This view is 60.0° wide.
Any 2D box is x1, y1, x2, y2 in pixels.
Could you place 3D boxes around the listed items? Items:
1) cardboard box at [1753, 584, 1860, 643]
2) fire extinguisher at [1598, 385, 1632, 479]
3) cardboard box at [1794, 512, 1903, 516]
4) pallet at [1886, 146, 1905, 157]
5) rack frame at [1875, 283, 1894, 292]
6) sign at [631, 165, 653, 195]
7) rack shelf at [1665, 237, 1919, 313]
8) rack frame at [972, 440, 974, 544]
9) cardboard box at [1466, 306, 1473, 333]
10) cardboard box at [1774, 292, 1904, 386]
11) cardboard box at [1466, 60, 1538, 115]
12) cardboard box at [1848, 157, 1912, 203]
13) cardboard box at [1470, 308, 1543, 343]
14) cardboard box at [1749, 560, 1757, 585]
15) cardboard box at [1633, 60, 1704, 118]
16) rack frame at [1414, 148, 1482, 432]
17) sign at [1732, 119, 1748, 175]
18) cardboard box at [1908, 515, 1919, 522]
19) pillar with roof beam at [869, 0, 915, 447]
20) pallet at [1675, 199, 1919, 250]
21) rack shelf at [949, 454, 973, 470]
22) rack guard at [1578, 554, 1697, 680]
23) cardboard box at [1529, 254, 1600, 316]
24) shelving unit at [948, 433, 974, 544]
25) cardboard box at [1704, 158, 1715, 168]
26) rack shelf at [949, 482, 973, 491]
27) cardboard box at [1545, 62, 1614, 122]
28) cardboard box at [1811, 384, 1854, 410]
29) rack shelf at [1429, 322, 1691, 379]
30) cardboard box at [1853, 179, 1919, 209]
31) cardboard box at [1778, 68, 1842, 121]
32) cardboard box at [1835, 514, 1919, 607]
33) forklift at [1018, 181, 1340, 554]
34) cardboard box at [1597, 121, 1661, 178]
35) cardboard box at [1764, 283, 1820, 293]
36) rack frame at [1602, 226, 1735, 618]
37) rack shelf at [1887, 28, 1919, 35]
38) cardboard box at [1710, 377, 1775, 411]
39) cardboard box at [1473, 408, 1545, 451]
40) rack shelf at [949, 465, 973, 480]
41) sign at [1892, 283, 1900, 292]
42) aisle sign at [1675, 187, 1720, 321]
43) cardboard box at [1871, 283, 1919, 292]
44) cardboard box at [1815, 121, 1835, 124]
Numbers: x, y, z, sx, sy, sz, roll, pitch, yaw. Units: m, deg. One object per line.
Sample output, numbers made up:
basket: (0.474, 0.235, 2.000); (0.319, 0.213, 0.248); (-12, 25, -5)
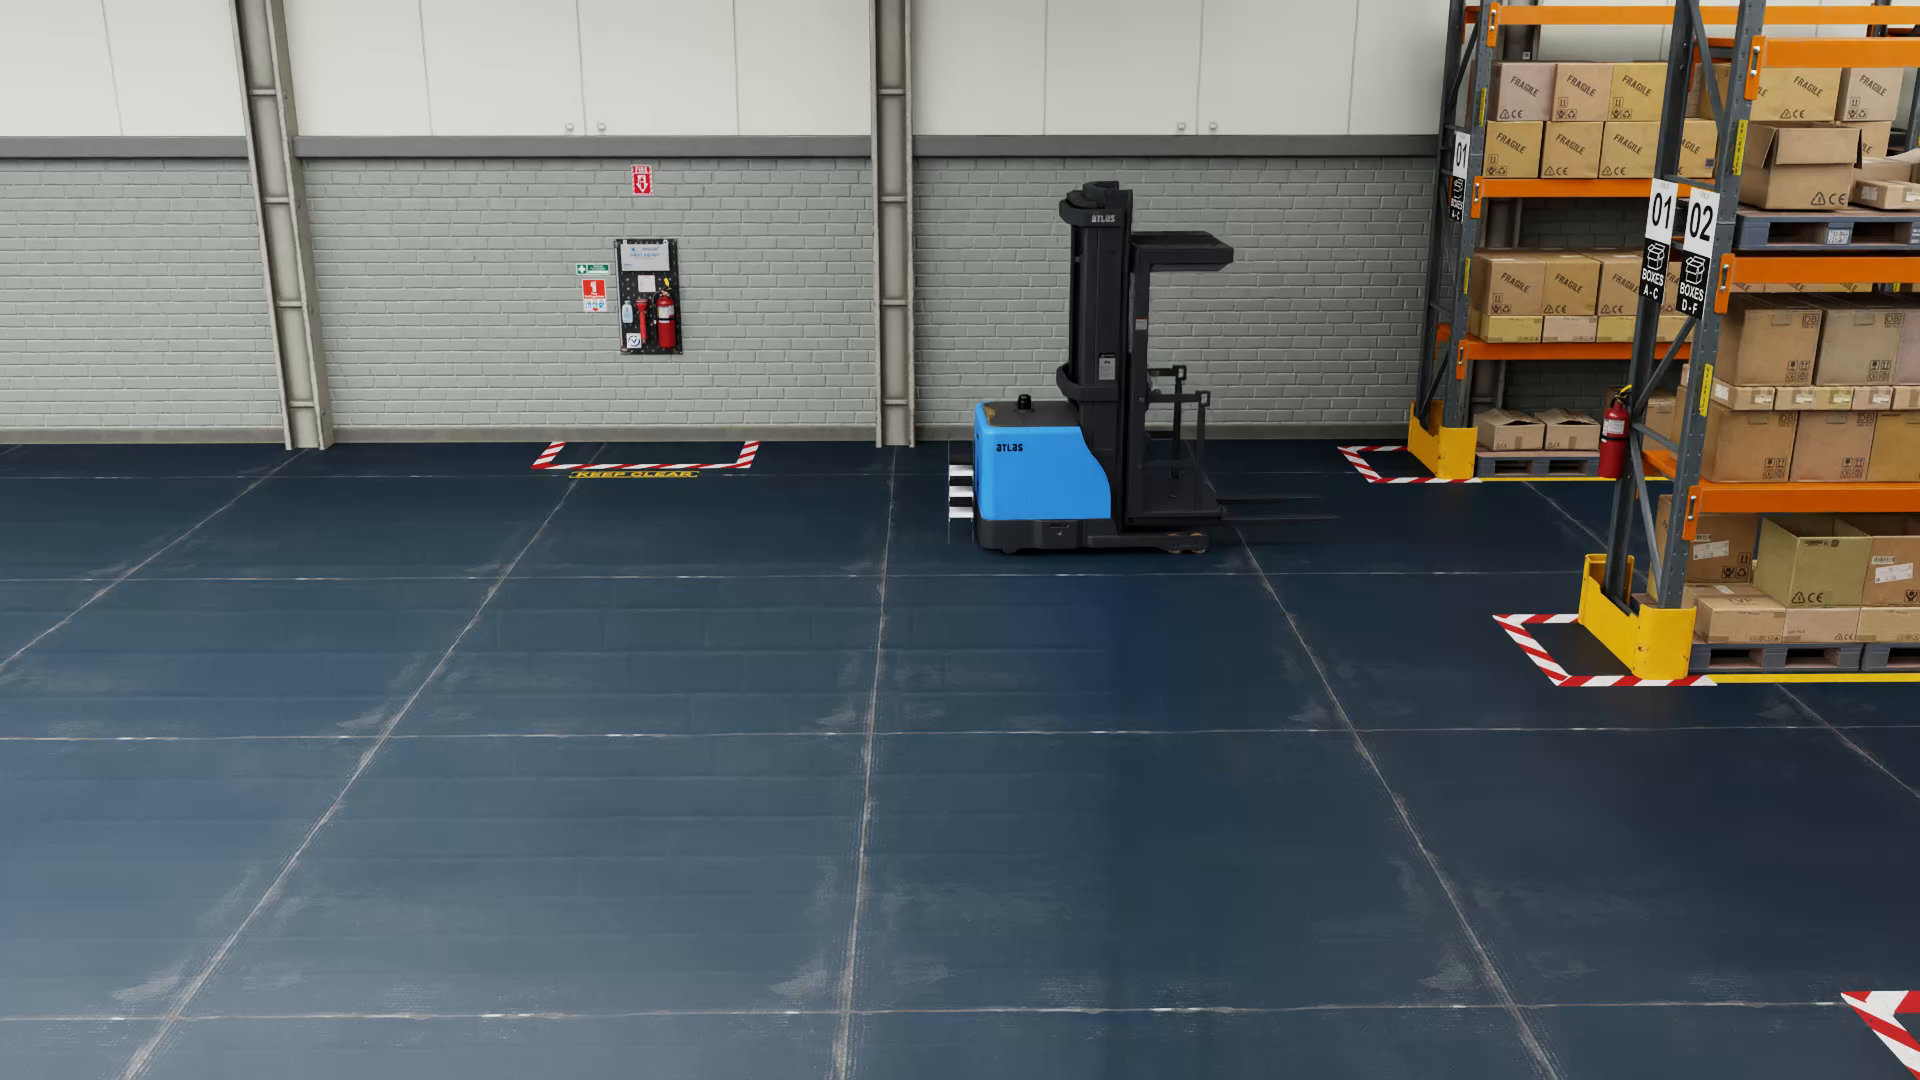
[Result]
cardboard box: (5.773, 0.499, 11.394); (0.500, 0.250, 0.500); (0, 18, -1)
fire extinguisher: (4.608, -0.776, 11.683); (0.183, 0.674, 0.296); (0, 18, -1)
cardboard box: (6.264, -0.022, 11.793); (0.500, 0.500, 0.500); (0, 18, -1)
pallet: (9.270, -3.513, 15.486); (1.003, 0.211, 1.213); (0, 18, -1)
rack frame: (8.651, -2.204, 16.007); (0.127, 3.000, 1.000); (0, 18, -1)
sign: (-3.143, -3.557, 16.431); (0.199, 0.298, 0.001); (0, 18, -1)
rack shelf: (6.733, -1.767, 10.913); (4.000, 0.370, 1.077); (0, 18, -1)
rack frame: (0.110, -0.429, 13.912); (0.006, 0.900, 0.240); (0, 18, -1)
cardboard box: (5.115, -2.184, 16.159); (0.500, 0.250, 0.500); (0, 18, 0)
cardboard box: (5.779, -1.340, 11.026); (0.500, 0.500, 0.700); (-1, 18, -2)
cardboard box: (5.078, -4.228, 15.573); (0.500, 0.500, 0.500); (1, 18, 2)
cardboard box: (5.880, -2.381, 10.978); (0.500, 0.250, 0.500); (0, 18, -1)
cardboard box: (5.144, -2.028, 15.672); (0.500, 0.250, 0.500); (-1, 18, -2)
cardboard box: (11.508, -0.237, 11.498); (11.980, 1.590, 1.086); (0, 18, -1)
cardboard box: (6.620, -4.230, 15.579); (0.500, 0.500, 0.500); (0, 18, -1)
rack frame: (4.651, -2.185, 15.947); (0.127, 3.000, 1.000); (0, 18, -1)
sign: (4.736, -2.384, 10.099); (0.005, 0.325, 0.100); (0, 18, -1)
cardboard box: (6.773, 0.139, 11.289); (0.500, 0.500, 0.500); (0, 18, -1)
pillar with roof beam: (-0.594, -3.965, 11.676); (0.400, 9.000, 9.100); (0, 18, -1)
pallet: (5.440, -2.053, 10.772); (1.213, 0.211, 1.003); (0, 18, -1)
rack shelf: (0.008, -0.654, 13.838); (0.200, 0.077, 0.258); (0, 18, -1)
rack guard: (4.709, 0.519, 11.612); (0.348, 0.500, 1.175); (0, 18, -1)
cardboard box: (5.628, -2.390, 15.571); (0.500, 0.500, 0.500); (0, 18, -1)
shelving unit: (0.008, -0.429, 13.910); (0.210, 0.900, 0.258); (0, 18, -1)
cardboard box: (8.830, 0.544, 3.957); (7.348, 1.528, 15.728); (0, 18, -1)
rack shelf: (0.008, -0.482, 13.893); (0.200, 0.077, 0.258); (0, 18, -1)
cardboard box: (5.542, -4.061, 15.052); (0.500, 0.500, 0.500); (0, 18, -1)
cardboard box: (5.642, -0.967, 10.926); (0.250, 0.149, 0.380); (0, 18, -1)
rack shelf: (6.651, -1.852, 16.087); (4.000, 0.370, 1.077); (0, 18, -1)
cardboard box: (5.912, -2.199, 10.575); (0.250, 0.149, 0.380); (0, 18, -1)
cardboard box: (7.603, -4.074, 15.094); (0.500, 0.500, 0.500); (1, 18, 2)
cardboard box: (6.272, 0.137, 11.298); (0.500, 0.500, 0.500); (0, 18, -1)
forklift: (1.649, -1.439, 13.735); (3.031, 2.935, 1.110); (-1, 18, -3)
cardboard box: (6.046, -3.591, 15.223); (0.500, 0.500, 0.500); (1, 18, 2)
cardboard box: (7.684, -2.398, 15.598); (0.500, 0.500, 0.500); (0, 18, -1)
rack frame: (4.733, -0.672, 11.231); (0.127, 3.000, 1.000); (0, 18, -1)
rack shelf: (10.650, -4.664, 15.251); (3.809, 0.052, 0.919); (0, 18, -1)
cardboard box: (5.129, -0.964, 10.917); (0.250, 0.149, 0.380); (0, 18, -1)
cardboard box: (6.108, 2.644, 4.594); (2.161, 0.321, 24.904); (-2, 18, -7)
rack shelf: (0.008, -0.568, 13.865); (0.200, 0.077, 0.258); (0, 18, -1)
sign: (10.668, -3.924, 14.919); (4.007, 3.399, 0.100); (0, 18, -1)
aisle sign: (4.672, -1.816, 10.541); (0.004, 0.787, 0.394); (0, 18, -1)
cardboard box: (9.160, -2.453, 15.900); (0.500, 0.500, 0.700); (0, 18, -1)
cardboard box: (7.644, -3.613, 15.292); (0.500, 0.500, 0.500); (-2, 18, -6)
